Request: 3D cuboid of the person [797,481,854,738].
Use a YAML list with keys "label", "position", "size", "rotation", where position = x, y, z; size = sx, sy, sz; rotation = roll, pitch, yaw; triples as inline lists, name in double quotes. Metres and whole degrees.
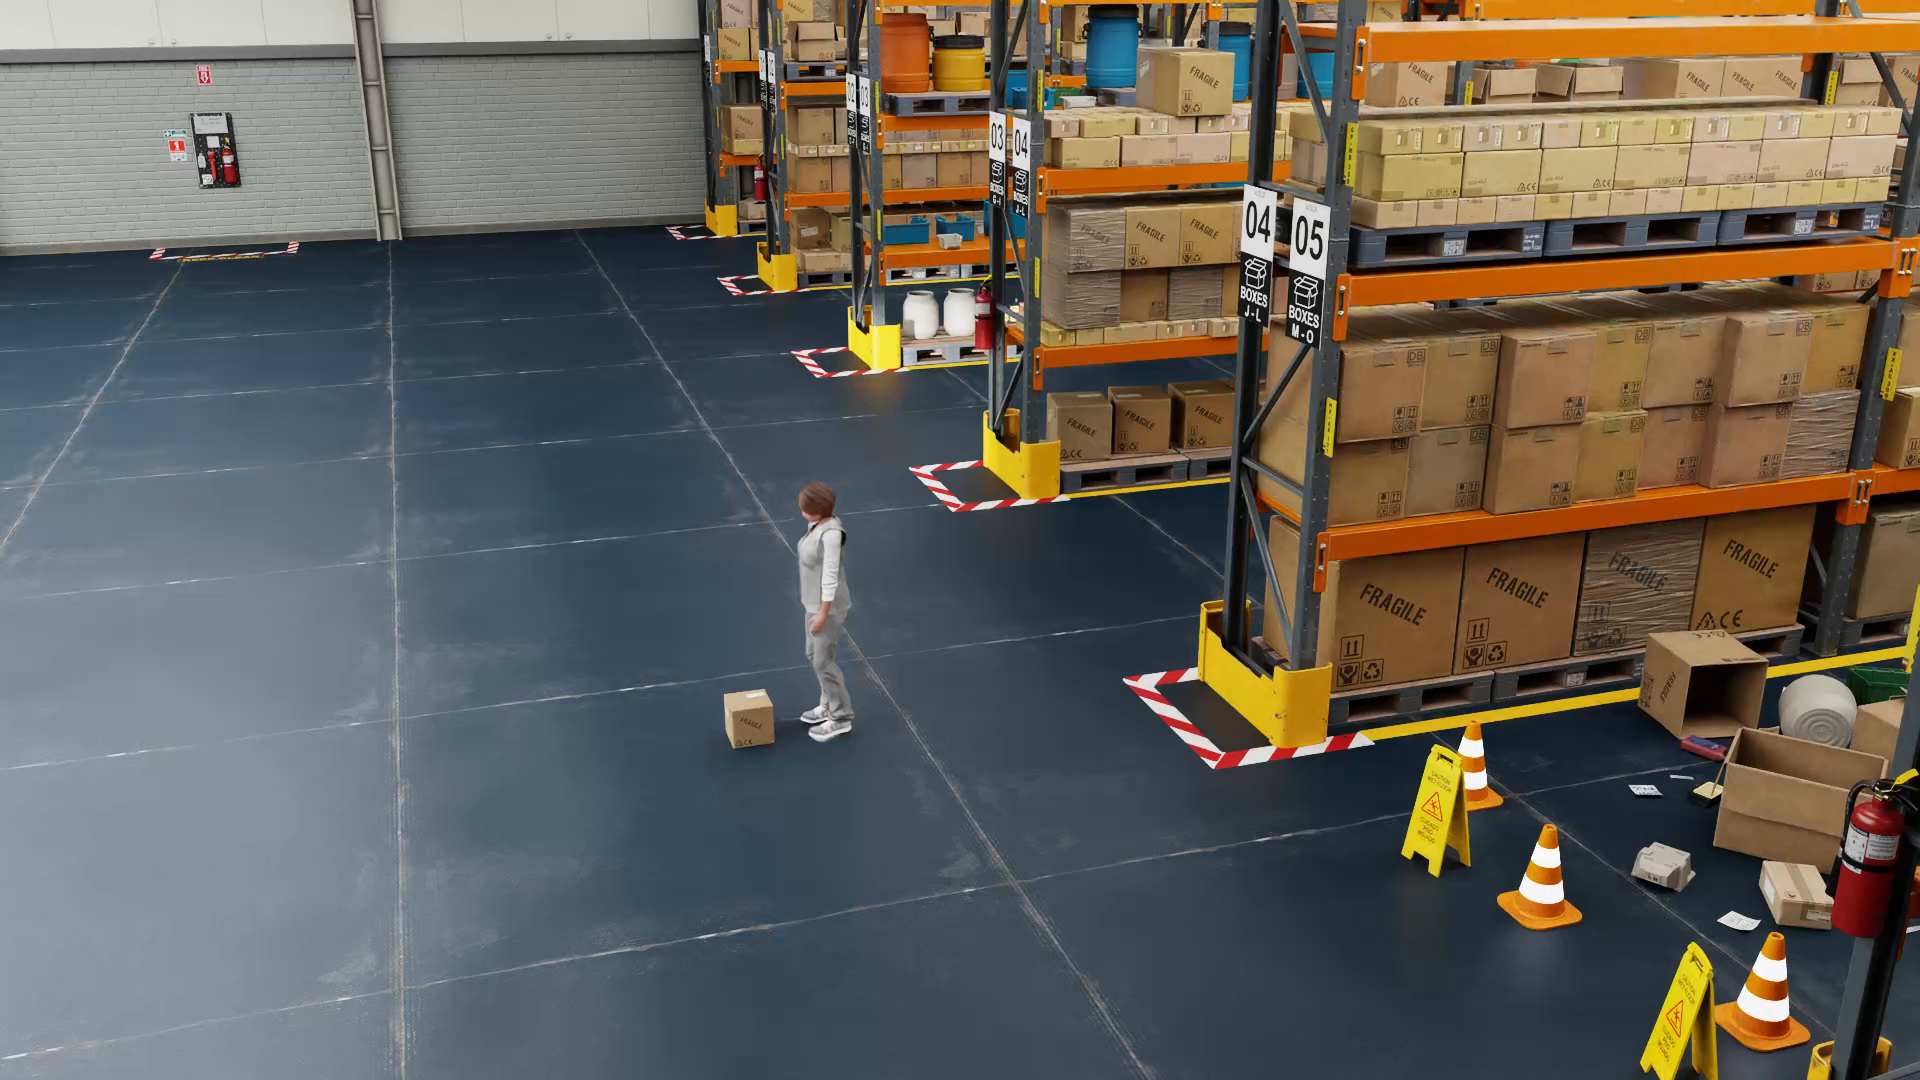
- label: "person"
  position: [-0.803, 0.417, 9.950]
  size: [0.300, 1.576, 0.409]
  rotation: [-6, 20, -16]
